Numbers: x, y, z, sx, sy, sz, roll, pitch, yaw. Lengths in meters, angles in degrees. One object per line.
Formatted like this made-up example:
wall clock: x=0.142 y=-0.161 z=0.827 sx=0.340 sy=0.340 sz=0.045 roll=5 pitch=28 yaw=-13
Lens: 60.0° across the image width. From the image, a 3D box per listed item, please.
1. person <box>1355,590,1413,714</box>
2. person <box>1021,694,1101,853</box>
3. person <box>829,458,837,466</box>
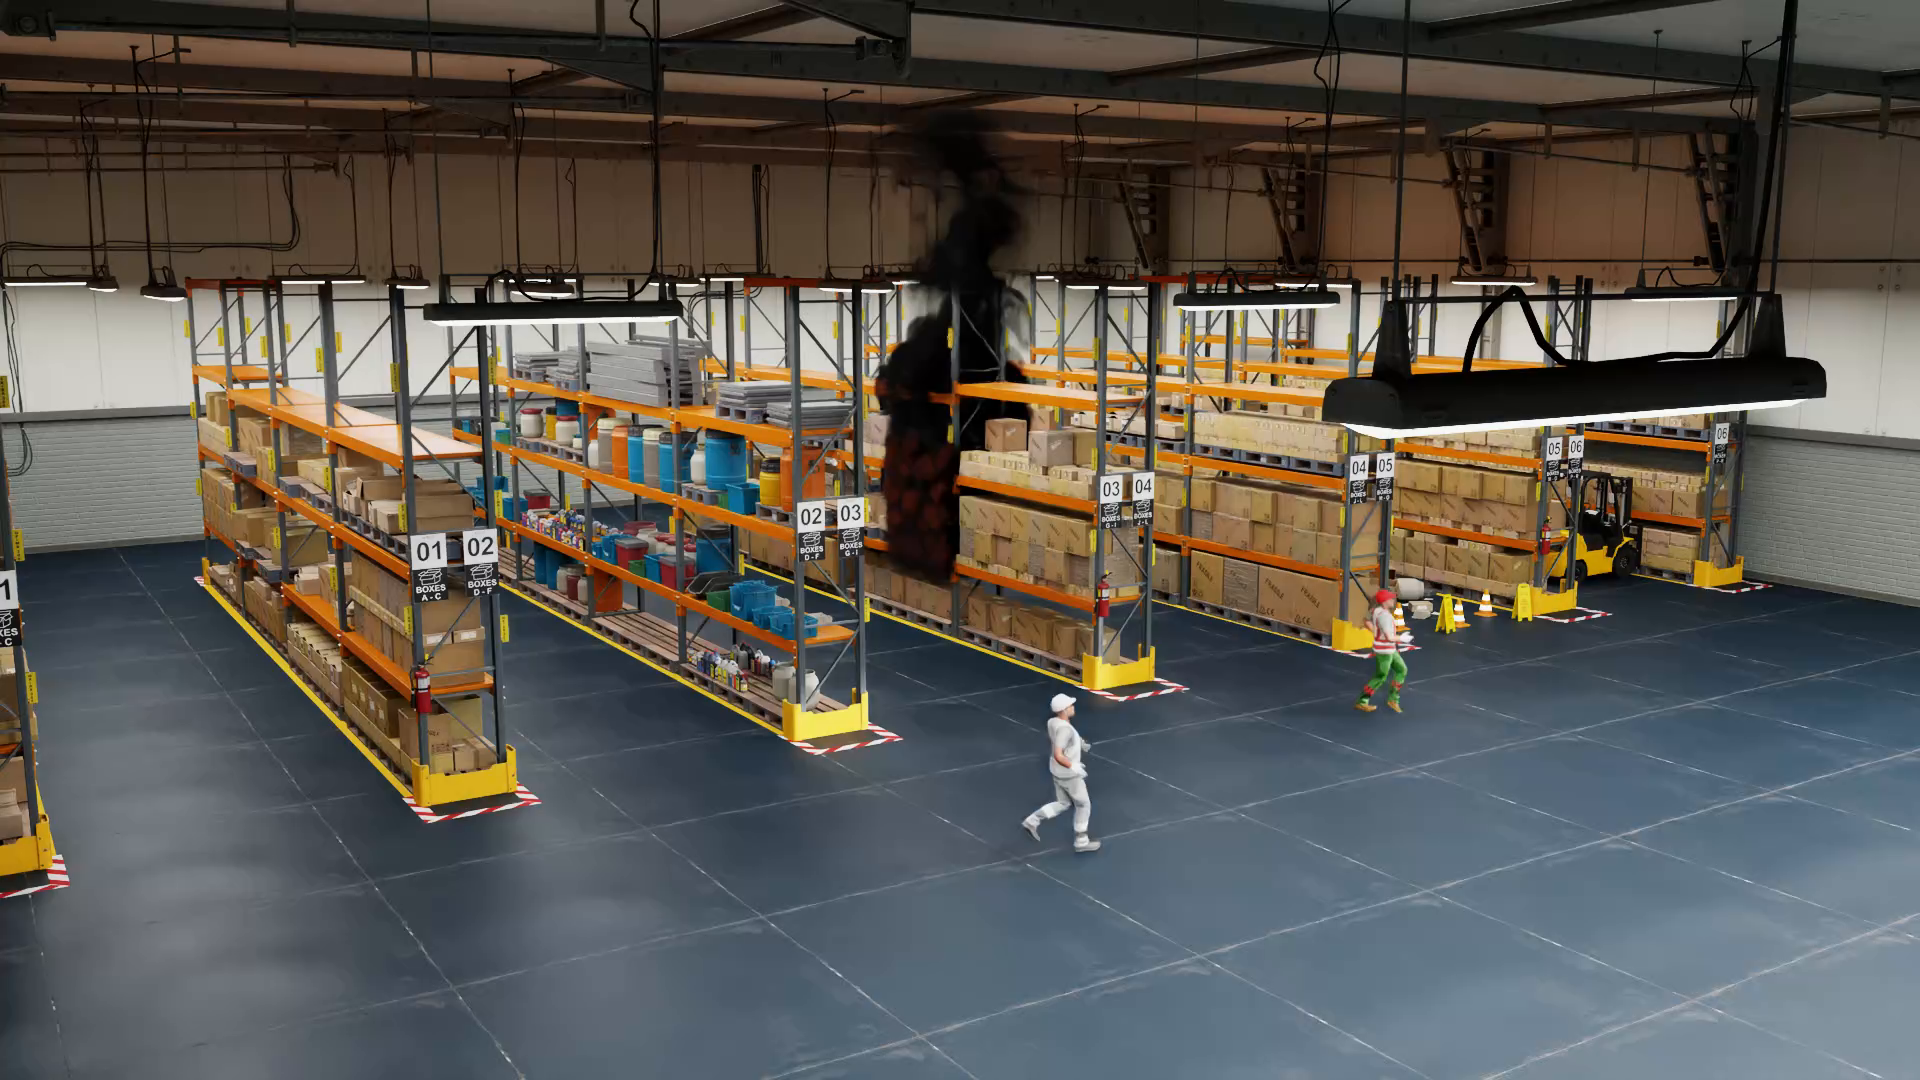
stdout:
person: x=5.962 y=1.581 z=23.365 sx=0.755 sy=1.812 sz=0.670 roll=2 pitch=10 yaw=10
person: x=1.103 y=2.507 z=17.826 sx=0.868 sy=1.760 sz=0.668 roll=-2 pitch=10 yaw=-13
person: x=-3.107 y=-1.375 z=41.069 sx=0.580 sy=1.800 sz=0.760 roll=-7 pitch=12 yaw=-36
